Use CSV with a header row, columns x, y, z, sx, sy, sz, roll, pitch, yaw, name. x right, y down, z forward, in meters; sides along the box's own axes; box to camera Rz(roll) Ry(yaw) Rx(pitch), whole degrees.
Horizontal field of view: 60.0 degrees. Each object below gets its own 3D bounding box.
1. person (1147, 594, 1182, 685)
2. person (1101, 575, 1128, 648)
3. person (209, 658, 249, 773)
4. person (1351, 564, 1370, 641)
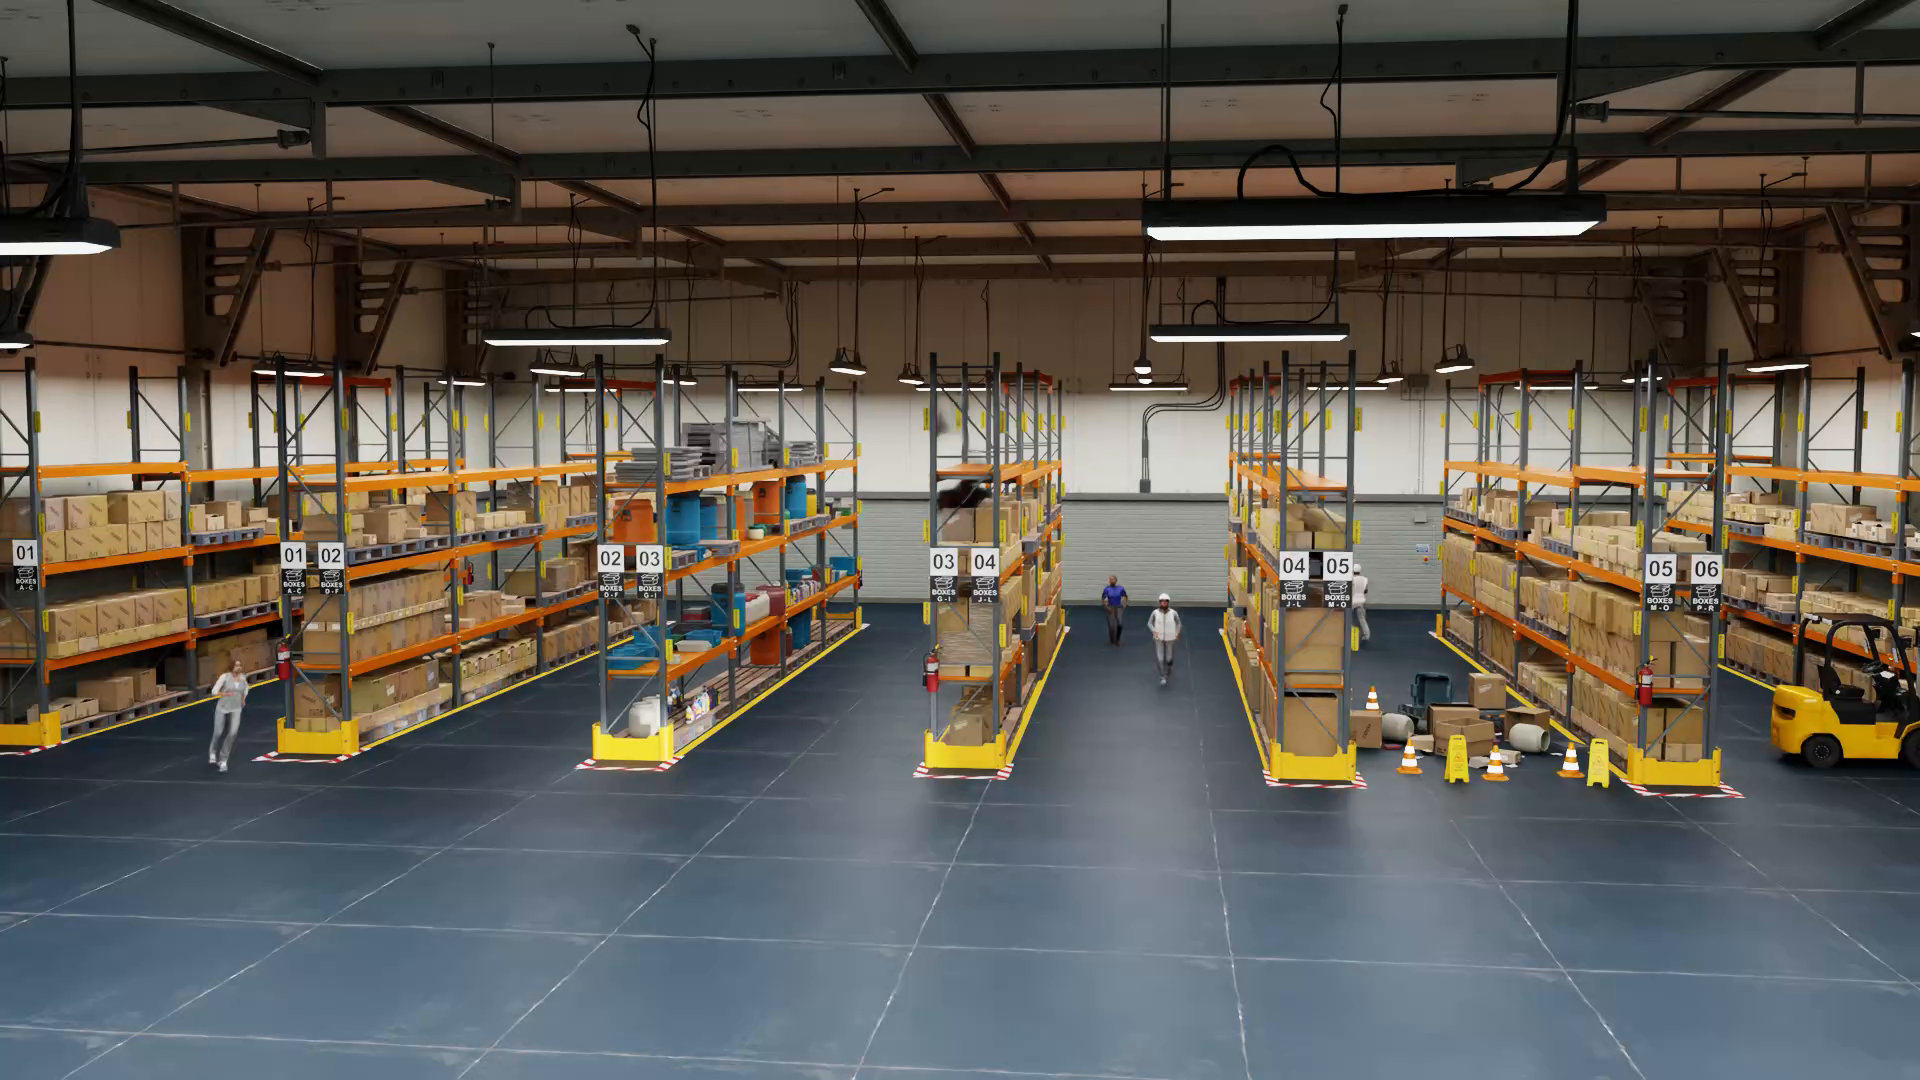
x,y,z,sx,sy,sz,roll,pitch,yaw,name
3.919,1.894,31.878,0.661,1.731,0.585,0,4,7,person
3.427,1.585,36.808,0.595,1.622,0.597,0,4,1,person
-10.589,2.507,24.152,0.564,1.600,0.727,-3,5,-35,person
8.959,1.437,37.718,0.693,1.782,0.888,-1,4,-13,person
